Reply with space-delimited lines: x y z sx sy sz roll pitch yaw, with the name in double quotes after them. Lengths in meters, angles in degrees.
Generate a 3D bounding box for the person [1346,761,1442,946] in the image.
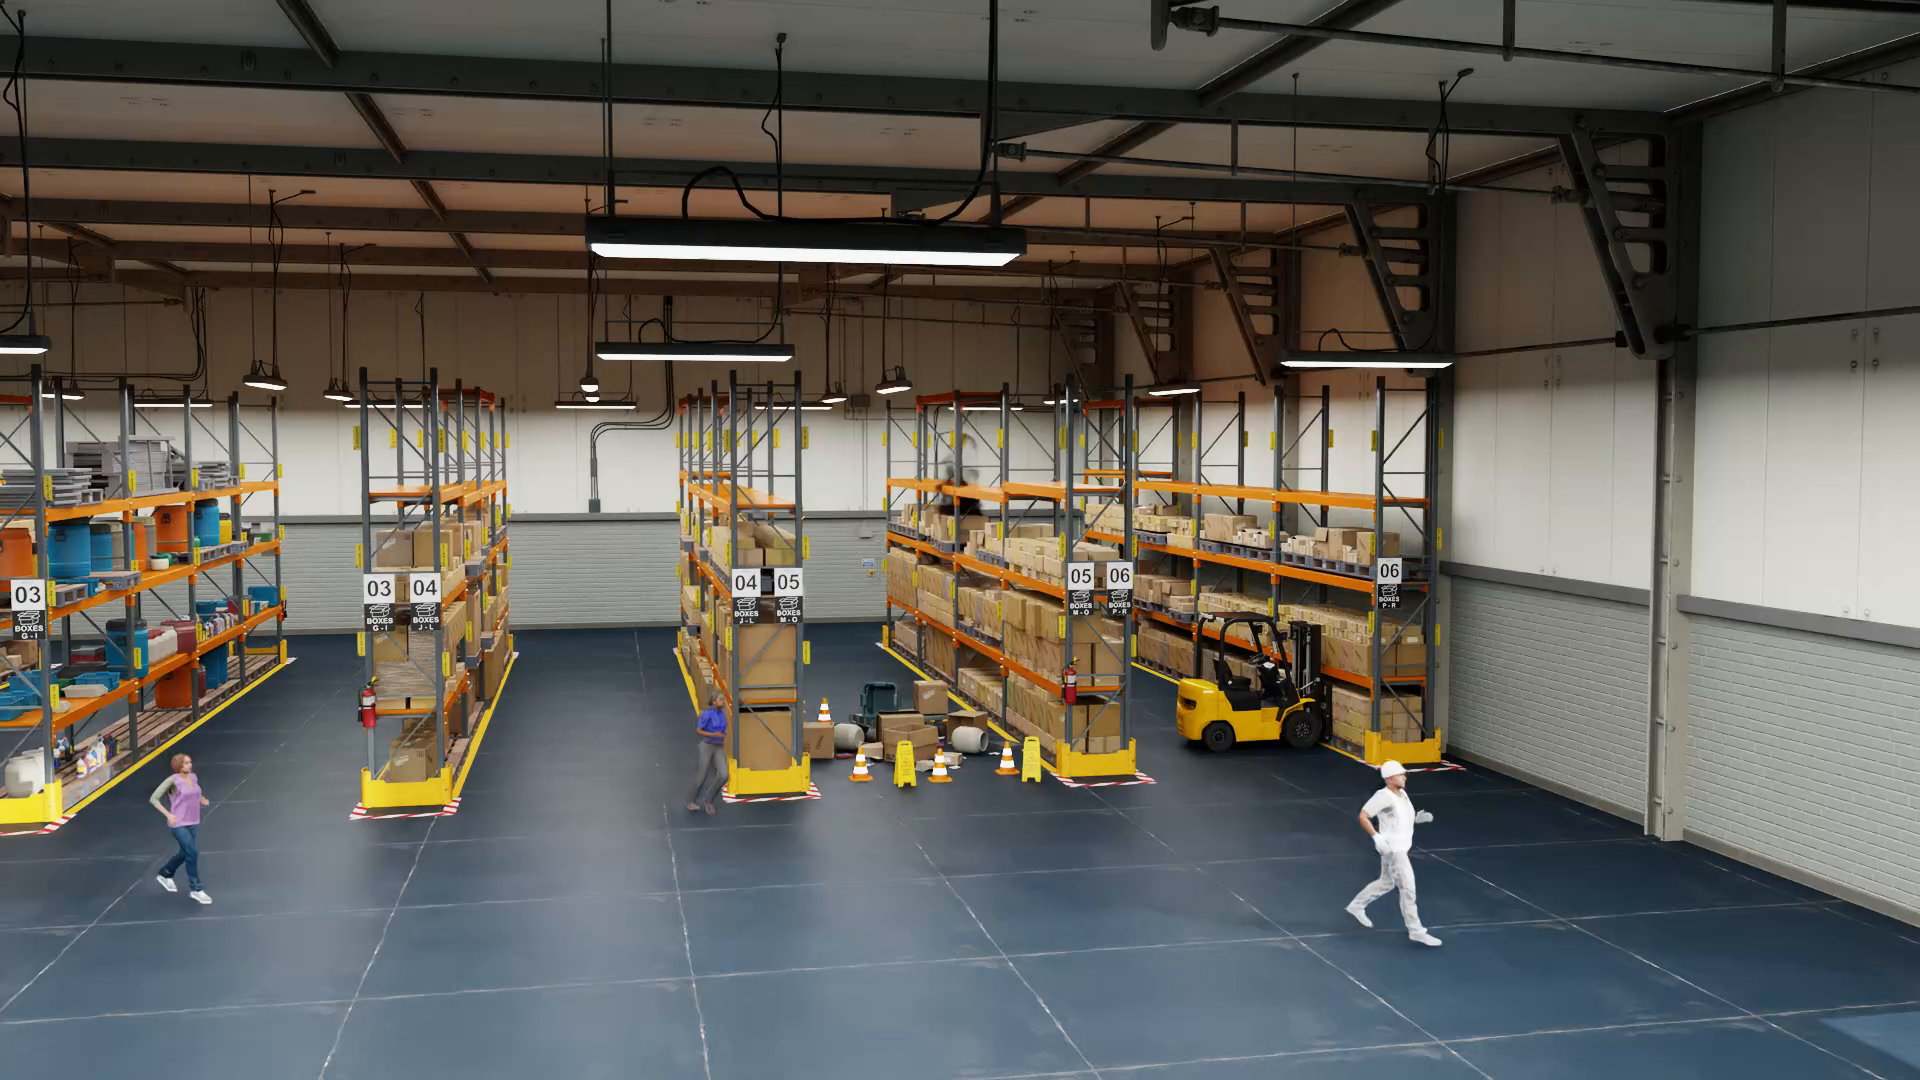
4.338 3.090 16.620 0.992 1.777 0.683 2 4 28 "person"

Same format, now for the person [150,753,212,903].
-8.472 3.117 18.099 0.758 1.616 0.532 1 4 15 "person"

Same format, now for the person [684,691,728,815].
-3.323 2.870 22.448 0.658 1.652 0.599 3 5 43 "person"
